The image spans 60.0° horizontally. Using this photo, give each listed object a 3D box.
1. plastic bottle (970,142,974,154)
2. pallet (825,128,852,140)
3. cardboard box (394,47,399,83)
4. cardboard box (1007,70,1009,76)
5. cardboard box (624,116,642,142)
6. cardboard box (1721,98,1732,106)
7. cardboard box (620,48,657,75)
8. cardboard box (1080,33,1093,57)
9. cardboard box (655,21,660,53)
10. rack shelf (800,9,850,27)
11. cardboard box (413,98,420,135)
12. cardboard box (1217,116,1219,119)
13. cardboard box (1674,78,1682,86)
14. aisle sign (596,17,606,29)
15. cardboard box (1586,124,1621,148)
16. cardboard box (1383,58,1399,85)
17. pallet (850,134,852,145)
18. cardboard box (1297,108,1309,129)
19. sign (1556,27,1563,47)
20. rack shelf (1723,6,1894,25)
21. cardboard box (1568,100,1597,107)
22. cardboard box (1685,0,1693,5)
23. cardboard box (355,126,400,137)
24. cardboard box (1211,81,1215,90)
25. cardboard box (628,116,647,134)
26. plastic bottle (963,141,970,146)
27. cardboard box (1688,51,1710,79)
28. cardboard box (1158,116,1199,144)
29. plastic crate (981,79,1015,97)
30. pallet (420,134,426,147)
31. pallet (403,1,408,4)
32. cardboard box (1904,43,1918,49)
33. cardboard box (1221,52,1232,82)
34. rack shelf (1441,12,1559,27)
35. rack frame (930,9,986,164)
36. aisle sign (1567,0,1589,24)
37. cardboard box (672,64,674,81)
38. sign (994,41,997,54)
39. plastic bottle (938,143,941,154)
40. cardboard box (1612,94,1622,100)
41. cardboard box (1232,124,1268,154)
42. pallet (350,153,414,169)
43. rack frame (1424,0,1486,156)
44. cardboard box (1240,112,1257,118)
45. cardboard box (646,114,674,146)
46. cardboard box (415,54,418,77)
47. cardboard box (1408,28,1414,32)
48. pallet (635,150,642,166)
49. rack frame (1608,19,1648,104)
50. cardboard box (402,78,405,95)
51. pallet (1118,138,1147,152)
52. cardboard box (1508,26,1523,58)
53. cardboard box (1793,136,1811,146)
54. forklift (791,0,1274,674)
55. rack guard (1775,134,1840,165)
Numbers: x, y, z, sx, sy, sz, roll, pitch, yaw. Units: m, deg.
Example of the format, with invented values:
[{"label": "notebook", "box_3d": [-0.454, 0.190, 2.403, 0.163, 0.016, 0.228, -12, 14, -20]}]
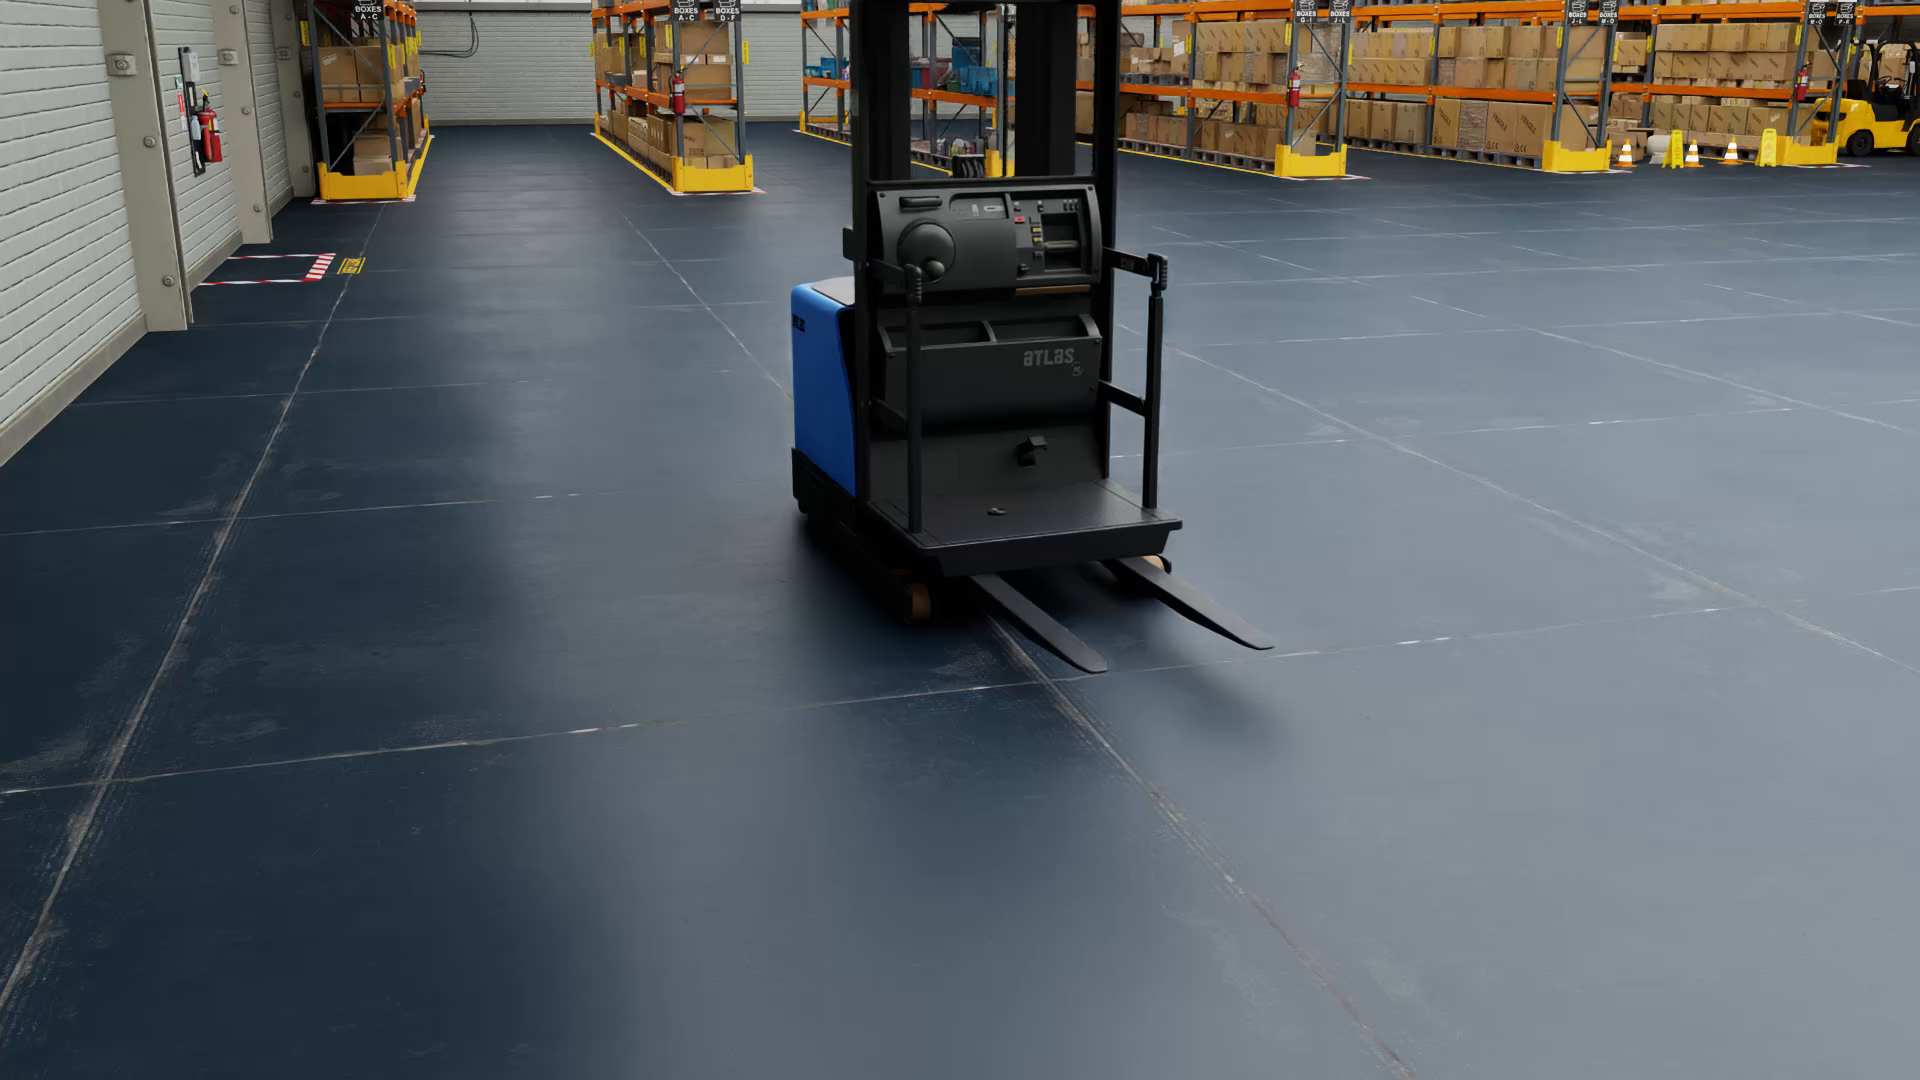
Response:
[{"label": "plastic bottle", "box_3d": [0.198, -6.544, 27.980, 0.061, 0.283, 0.133, -5, 17, -15]}, {"label": "pallet", "box_3d": [-2.473, -9.265, 37.928, 1.003, 0.211, 1.213, -5, 17, -15]}, {"label": "cardboard box", "box_3d": [-8.429, -6.887, 24.089, 0.500, 0.500, 0.500, -5, 17, -15]}, {"label": "cardboard box", "box_3d": [1.353, -11.511, 40.997, 0.380, 0.149, 0.250, -5, 17, -17]}, {"label": "cardboard box", "box_3d": [-6.380, -8.156, 32.972, 0.500, 0.500, 0.500, -4, 17, -13]}, {"label": "cardboard box", "box_3d": [14.582, -8.250, 31.320, 0.380, 0.149, 0.250, -4, 17, -13]}, {"label": "cardboard box", "box_3d": [-6.179, -9.317, 32.351, 0.700, 0.500, 0.500, -12, 20, -34]}, {"label": "cardboard box", "box_3d": [3.076, -10.782, 36.215, 0.797, 0.503, 0.637, -4, 17, -13]}, {"label": "cardboard box", "box_3d": [-4.670, -8.343, 27.584, 0.700, 0.500, 0.500, -5, 17, -15]}, {"label": "rack shelf", "box_3d": [-2.783, -12.045, 38.373, 1.077, 0.370, 4.000, -5, 17, -15]}, {"label": "cardboard box", "box_3d": [-11.455, -8.619, 33.936, 0.750, 0.750, 0.750, -4, 17, -15]}, {"label": "cardboard box", "box_3d": [6.599, -10.437, 41.208, 0.380, 0.149, 0.250, -4, 17, -14]}, {"label": "cardboard box", "box_3d": [14.256, -8.992, 32.611, 0.380, 0.149, 0.250, -5, 17, -16]}, {"label": "aisle sign", "box_3d": [-8.397, -12.356, 38.854, 0.394, 0.787, 0.004, -5, 17, -15]}, {"label": "cardboard box", "box_3d": [12.173, -7.669, 31.871, 0.797, 0.637, 0.503, -5, 17, -15]}, {"label": "cardboard box", "box_3d": [8.846, -9.393, 33.335, 0.500, 0.500, 0.500, -5, 17, -15]}, {"label": "pallet", "box_3d": [-1.722, -8.509, 35.414, 1.003, 0.211, 1.213, -5, 17, -15]}, {"label": "cardboard box", "box_3d": [7.854, -9.358, 37.008, 0.500, 0.500, 0.500, -4, 17, -13]}, {"label": "sign", "box_3d": [10.098, -8.465, 27.995, 0.100, 0.325, 0.005, -5, 17, -15]}, {"label": "rack shelf", "box_3d": [18.478, -11.401, 36.228, 1.077, 0.370, 4.000, -5, 17, -15]}, {"label": "cardboard box", "box_3d": [16.289, -11.375, 43.722, 0.700, 0.500, 0.500, -5, 18, -17]}, {"label": "cardboard box", "box_3d": [14.298, -10.436, 32.203, 0.380, 0.149, 0.250, -5, 17, -15]}, {"label": "cardboard box", "box_3d": [-10.070, -6.903, 28.798, 0.700, 0.500, 0.500, -4, 17, -15]}, {"label": "cardboard box", "box_3d": [4.727, -8.169, 29.871, 0.380, 0.149, 0.250, -5, 17, -15]}, {"label": "cardboard box", "box_3d": [-6.036, -7.887, 31.571, 0.500, 0.311, 0.500, -4, 17, -13]}, {"label": "plastic bottle", "box_3d": [0.092, -6.686, 28.466, 0.152, 0.276, 0.135, -5, 17, -15]}, {"label": "cardboard box", "box_3d": [14.395, -9.132, 31.947, 0.500, 0.500, 0.500, -5, 17, -16]}, {"label": "cardboard box", "box_3d": [4.312, -8.052, 32.623, 0.700, 0.500, 0.500, -6, 18, -20]}, {"label": "plastic crate", "box_3d": [0.639, -7.124, 26.213, 0.499, 0.251, 0.616, -5, 17, -15]}, {"label": "pallet", "box_3d": [-11.893, -8.497, 35.374, 1.003, 0.211, 1.213, -5, 17, -15]}, {"label": "pallet", "box_3d": [-10.888, -10.030, 30.743, 1.213, 0.211, 1.003, -4, 17, -13]}, {"label": "cardboard box", "box_3d": [19.137, -9.861, 33.247, 0.380, 0.149, 0.250, -5, 17, -16]}, {"label": "cardboard box", "box_3d": [5.130, -8.368, 29.405, 0.875, 0.500, 0.500, -5, 17, -15]}, {"label": "rack shelf", "box_3d": [12.607, -12.114, 38.602, 1.077, 0.370, 4.000, -5, 17, -15]}, {"label": "rack frame", "box_3d": [-0.035, -8.187, 29.493, 1.000, 3.000, 0.127, -5, 17, -15]}, {"label": "aisle sign", "box_3d": [10.355, -9.038, 27.807, 0.394, 0.787, 0.004, -5, 17, -15]}, {"label": "cardboard box", "box_3d": [-4.095, -7.151, 25.869, 0.700, 0.500, 0.500, -5, 17, -15]}, {"label": "sign", "box_3d": [0.894, -12.308, 41.570, 0.100, 0.325, 0.005, -5, 17, -15]}, {"label": "plastic bottle", "box_3d": [-0.341, -6.906, 29.330, 0.097, 0.201, 0.097, 0, 17, 0]}, {"label": "cardboard box", "box_3d": [16.672, -11.163, 41.887, 0.380, 0.149, 0.250, -4, 17, -13]}, {"label": "cardboard box", "box_3d": [5.210, -7.145, 29.640, 0.500, 0.500, 0.500, -6, 18, -20]}, {"label": "pallet", "box_3d": [-10.115, -6.621, 29.128, 1.003, 0.211, 1.213, -5, 17, -15]}, {"label": "rack frame", "box_3d": [9.524, -8.943, 32.009, 1.000, 3.000, 0.127, -5, 17, -15]}, {"label": "cardboard box", "box_3d": [6.934, -10.196, 39.889, 0.380, 0.149, 0.250, -4, 17, -14]}, {"label": "cardboard box", "box_3d": [-4.972, -6.887, 27.910, 0.500, 0.500, 0.500, -5, 17, -15]}, {"label": "cardboard box", "box_3d": [-12.297, -10.314, 36.054, 0.980, 0.700, 0.700, -6, 18, -18]}, {"label": "cardboard box", "box_3d": [11.449, -12.758, 41.673, 0.380, 0.149, 0.250, -5, 17, -16]}, {"label": "pallet", "box_3d": [-5.377, -7.000, 30.387, 1.003, 0.211, 1.213, -5, 17, -15]}, {"label": "rack frame", "box_3d": [16.829, -11.968, 42.081, 1.000, 3.000, 0.127, -5, 17, -15]}, {"label": "cardboard box", "box_3d": [-9.139, -7.234, 26.548, 0.500, 0.250, 0.500, -5, 17, -15]}, {"label": "pallet", "box_3d": [3.842, -8.133, 34.161, 1.003, 0.211, 1.213, -5, 17, -15]}, {"label": "cardboard box", "box_3d": [10.296, -8.841, 29.534, 0.875, 0.550, 0.550, -5, 17, -15]}, {"label": "cardboard box", "box_3d": [15.399, -7.385, 30.872, 0.500, 0.250, 0.500, -5, 17, -16]}, {"label": "forklift", "box_3d": [0.198, -1.212, 6.391, 1.130, 2.935, 3.031, -6, 18, -20]}, {"label": "rack guard", "box_3d": [15.334, -7.079, 30.151, 1.175, 0.500, 0.348, -5, 17, -15]}]
